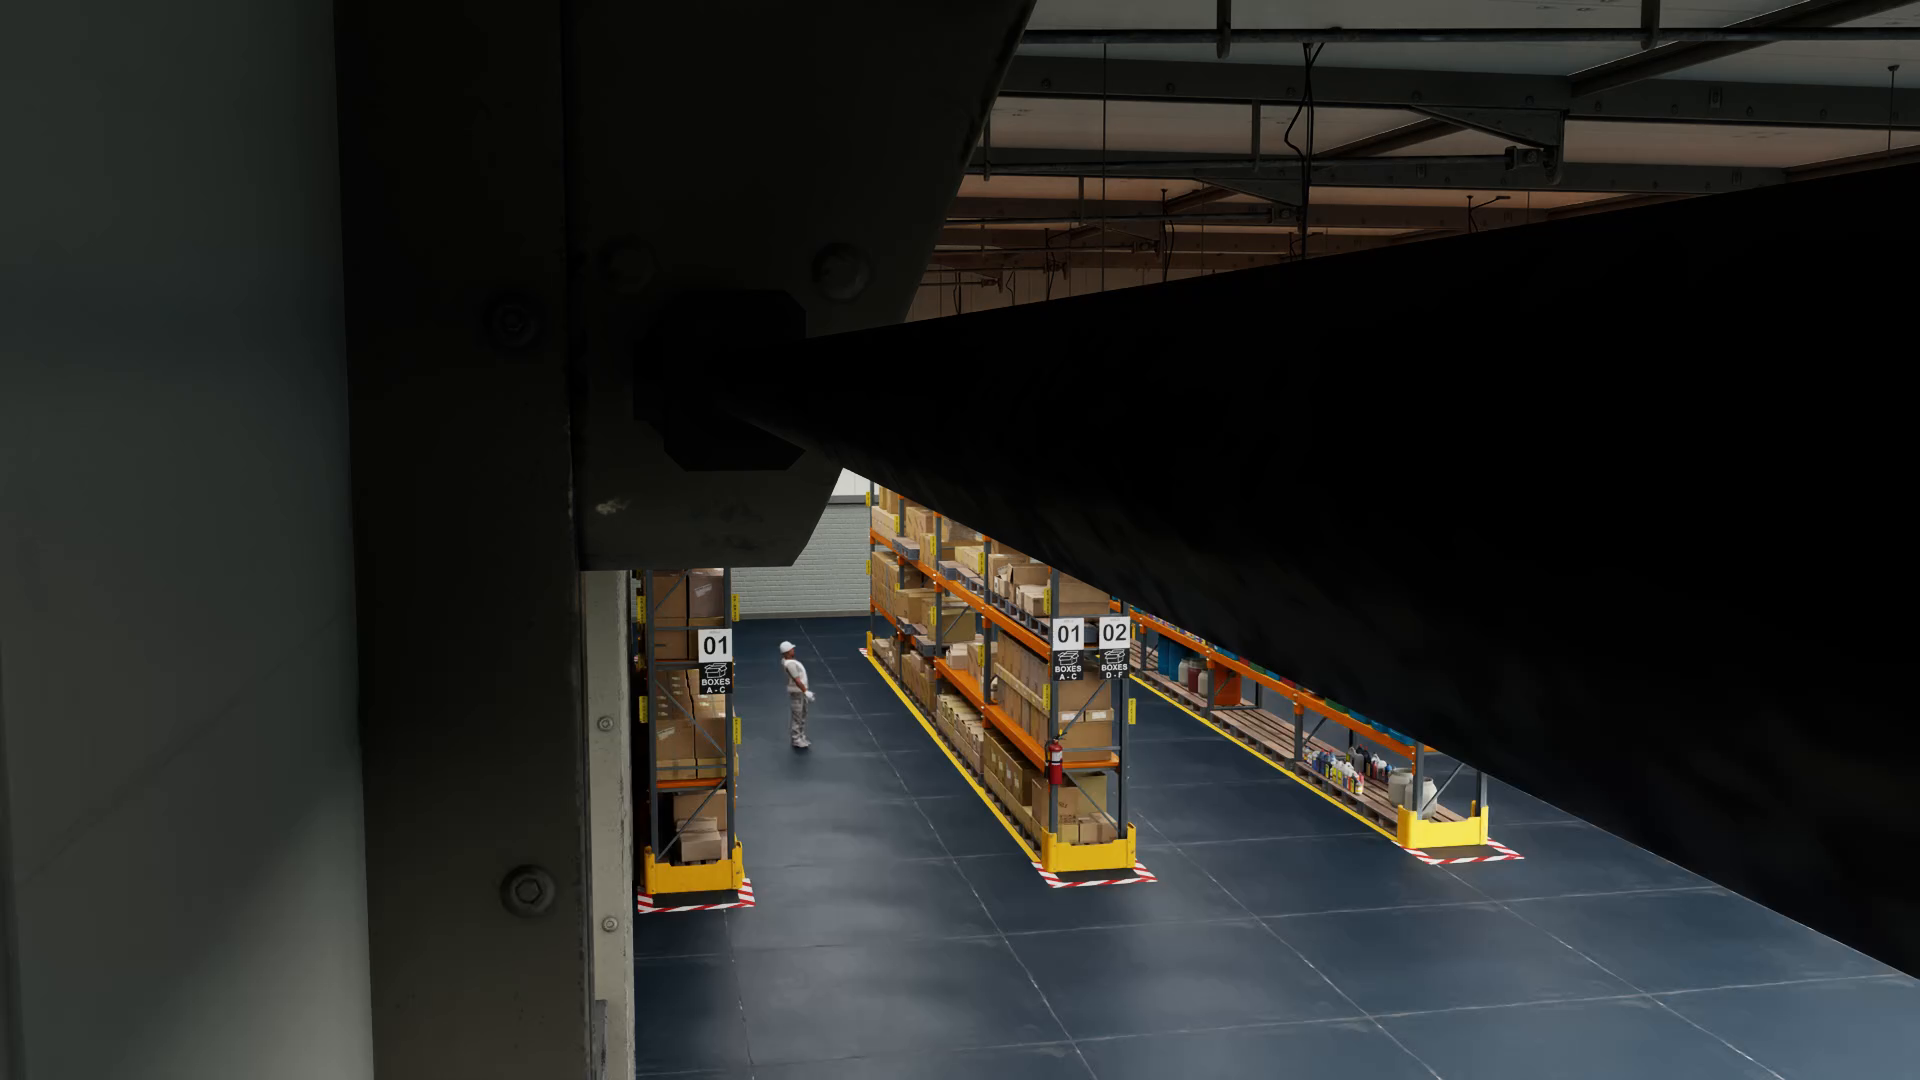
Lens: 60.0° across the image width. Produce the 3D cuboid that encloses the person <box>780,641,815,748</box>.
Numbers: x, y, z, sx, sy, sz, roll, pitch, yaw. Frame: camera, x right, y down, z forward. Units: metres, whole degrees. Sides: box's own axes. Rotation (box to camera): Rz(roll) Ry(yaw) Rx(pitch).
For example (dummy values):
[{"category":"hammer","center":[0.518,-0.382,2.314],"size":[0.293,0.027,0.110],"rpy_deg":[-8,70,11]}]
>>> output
[{"category":"person","center":[-2.683,2.572,27.781],"size":[0.666,1.797,0.673],"rpy_deg":[1,6,11]}]
